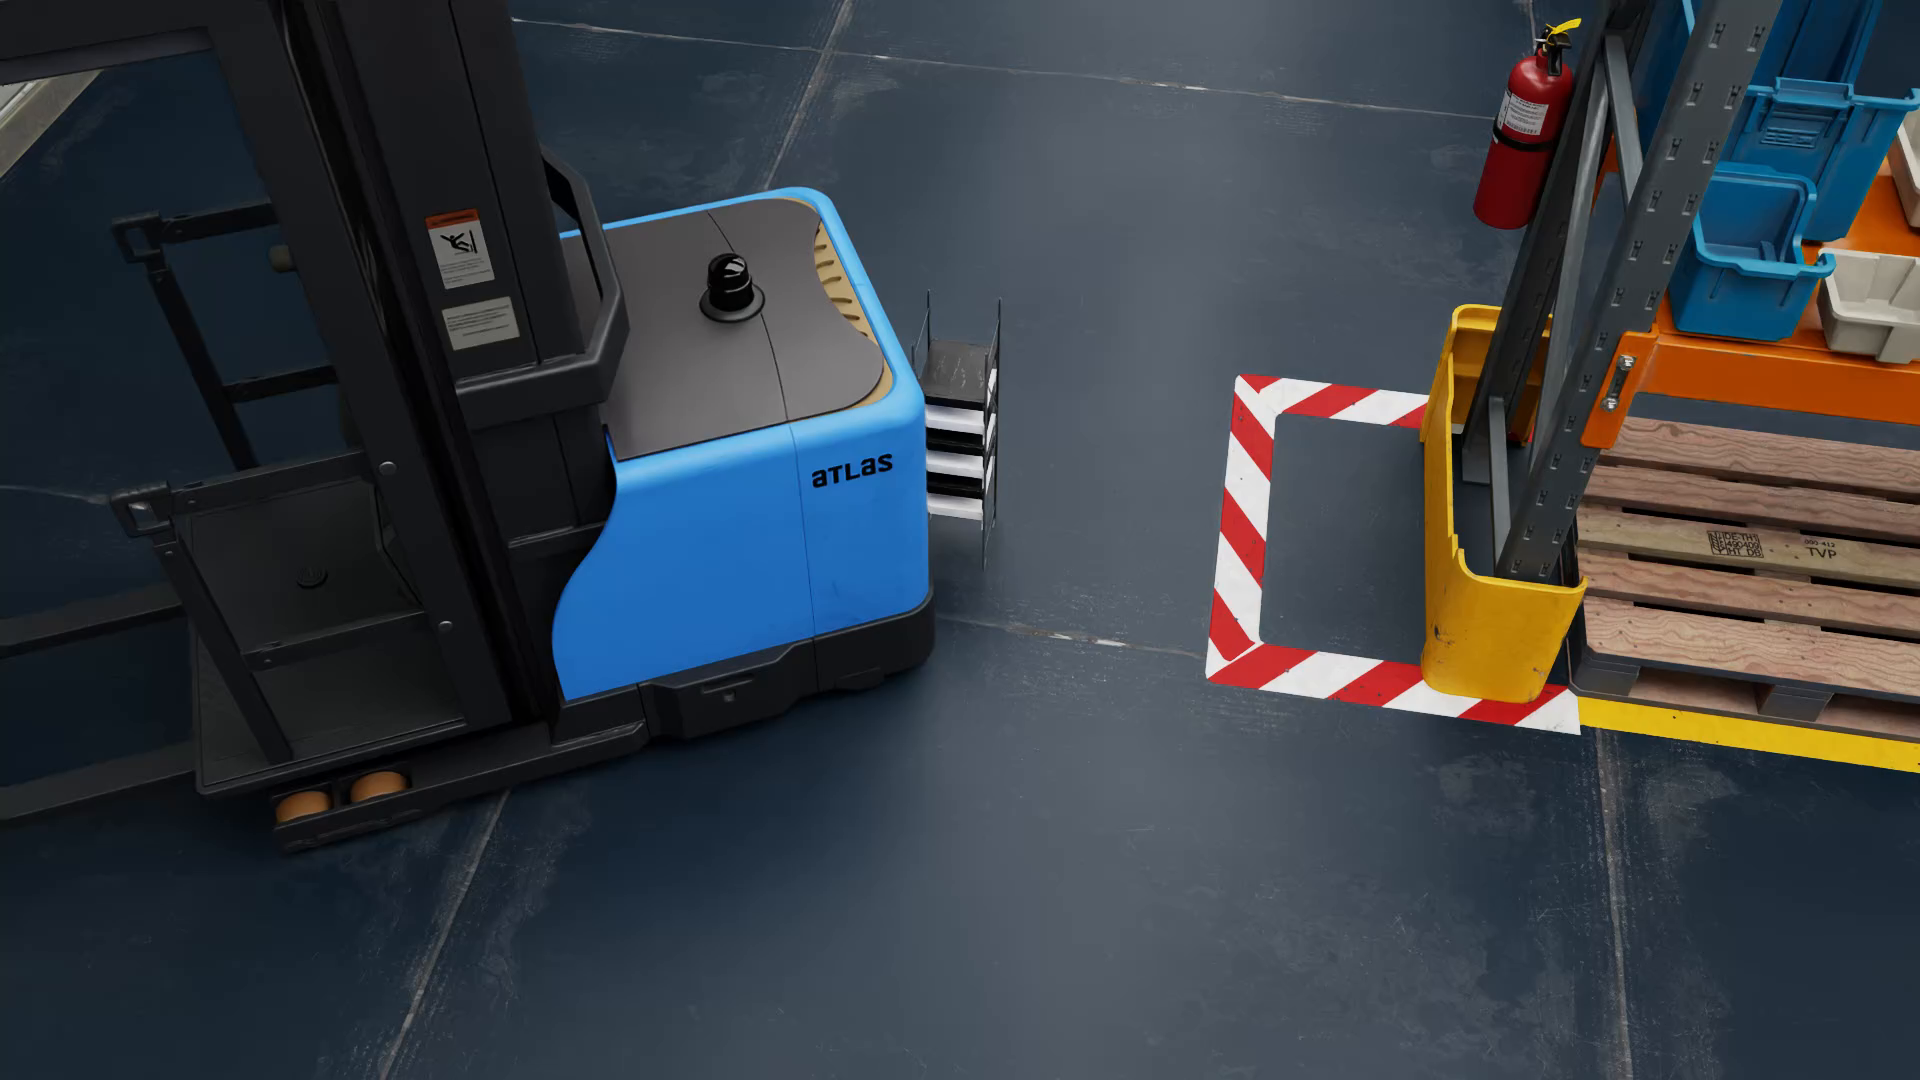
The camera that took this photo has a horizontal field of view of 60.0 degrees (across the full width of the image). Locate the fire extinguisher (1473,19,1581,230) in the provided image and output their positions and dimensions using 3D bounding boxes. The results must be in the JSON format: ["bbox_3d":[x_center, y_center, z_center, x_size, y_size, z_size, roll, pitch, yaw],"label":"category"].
[{"bbox_3d":[1.579,-1.178,4.594,0.183,0.674,0.296,8,49,7],"label":"fire extinguisher"}]

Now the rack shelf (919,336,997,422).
[{"bbox_3d":[-0.008,-0.460,4.740,0.200,0.077,0.258,8,49,7],"label":"rack shelf"}]

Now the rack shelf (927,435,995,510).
[{"bbox_3d":[-0.008,-0.219,5.008,0.200,0.077,0.258,8,49,7],"label":"rack shelf"}]

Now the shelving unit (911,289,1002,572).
[{"bbox_3d":[-0.008,-0.302,4.916,0.210,0.900,0.258,8,49,7],"label":"shelving unit"}]

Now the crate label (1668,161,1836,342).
[{"bbox_3d":[1.831,-0.666,3.904,0.303,0.233,0.416,8,49,7],"label":"crate label"}]

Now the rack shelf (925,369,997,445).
[{"bbox_3d":[-0.008,-0.400,4.807,0.200,0.077,0.258,8,49,7],"label":"rack shelf"}]

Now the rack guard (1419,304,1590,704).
[{"bbox_3d":[1.621,-0.134,5.034,0.348,0.500,1.175,8,49,7],"label":"rack guard"}]

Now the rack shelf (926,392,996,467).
[{"bbox_3d":[-0.008,-0.340,4.874,0.200,0.077,0.258,8,49,7],"label":"rack shelf"}]

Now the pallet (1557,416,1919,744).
[{"bbox_3d":[2.452,0.094,5.024,1.213,0.211,1.003,8,49,7],"label":"pallet"}]

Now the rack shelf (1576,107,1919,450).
[{"bbox_3d":[3.615,-0.471,4.140,4.000,0.370,1.077,8,49,7],"label":"rack shelf"}]

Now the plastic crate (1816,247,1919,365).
[{"bbox_3d":[2.132,-0.531,3.847,0.298,0.136,0.250,8,49,7],"label":"plastic crate"}]

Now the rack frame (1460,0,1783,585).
[{"bbox_3d":[1.647,-0.976,4.110,0.127,3.000,1.000,8,49,7],"label":"rack frame"}]

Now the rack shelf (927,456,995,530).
[{"bbox_3d":[-0.008,-0.159,5.075,0.200,0.077,0.258,8,49,7],"label":"rack shelf"}]

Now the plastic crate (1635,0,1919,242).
[{"bbox_3d":[2.010,-1.100,4.158,0.499,0.435,0.616,8,49,7],"label":"plastic crate"}]

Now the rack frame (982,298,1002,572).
[{"bbox_3d":[0.092,-0.288,4.904,0.006,0.900,0.240,8,49,7],"label":"rack frame"}]

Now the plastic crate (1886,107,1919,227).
[{"bbox_3d":[2.482,-0.932,4.208,0.243,0.136,0.396,8,49,7],"label":"plastic crate"}]

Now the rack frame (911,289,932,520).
[{"bbox_3d":[-0.108,-0.315,4.928,0.006,0.900,0.240,8,49,7],"label":"rack frame"}]

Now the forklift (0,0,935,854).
[{"bbox_3d":[-1.648,-0.591,3.811,3.031,2.935,1.130,-14,50,-12],"label":"forklift"}]

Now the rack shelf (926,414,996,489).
[{"bbox_3d":[-0.008,-0.280,4.941,0.200,0.077,0.258,8,49,7],"label":"rack shelf"}]
